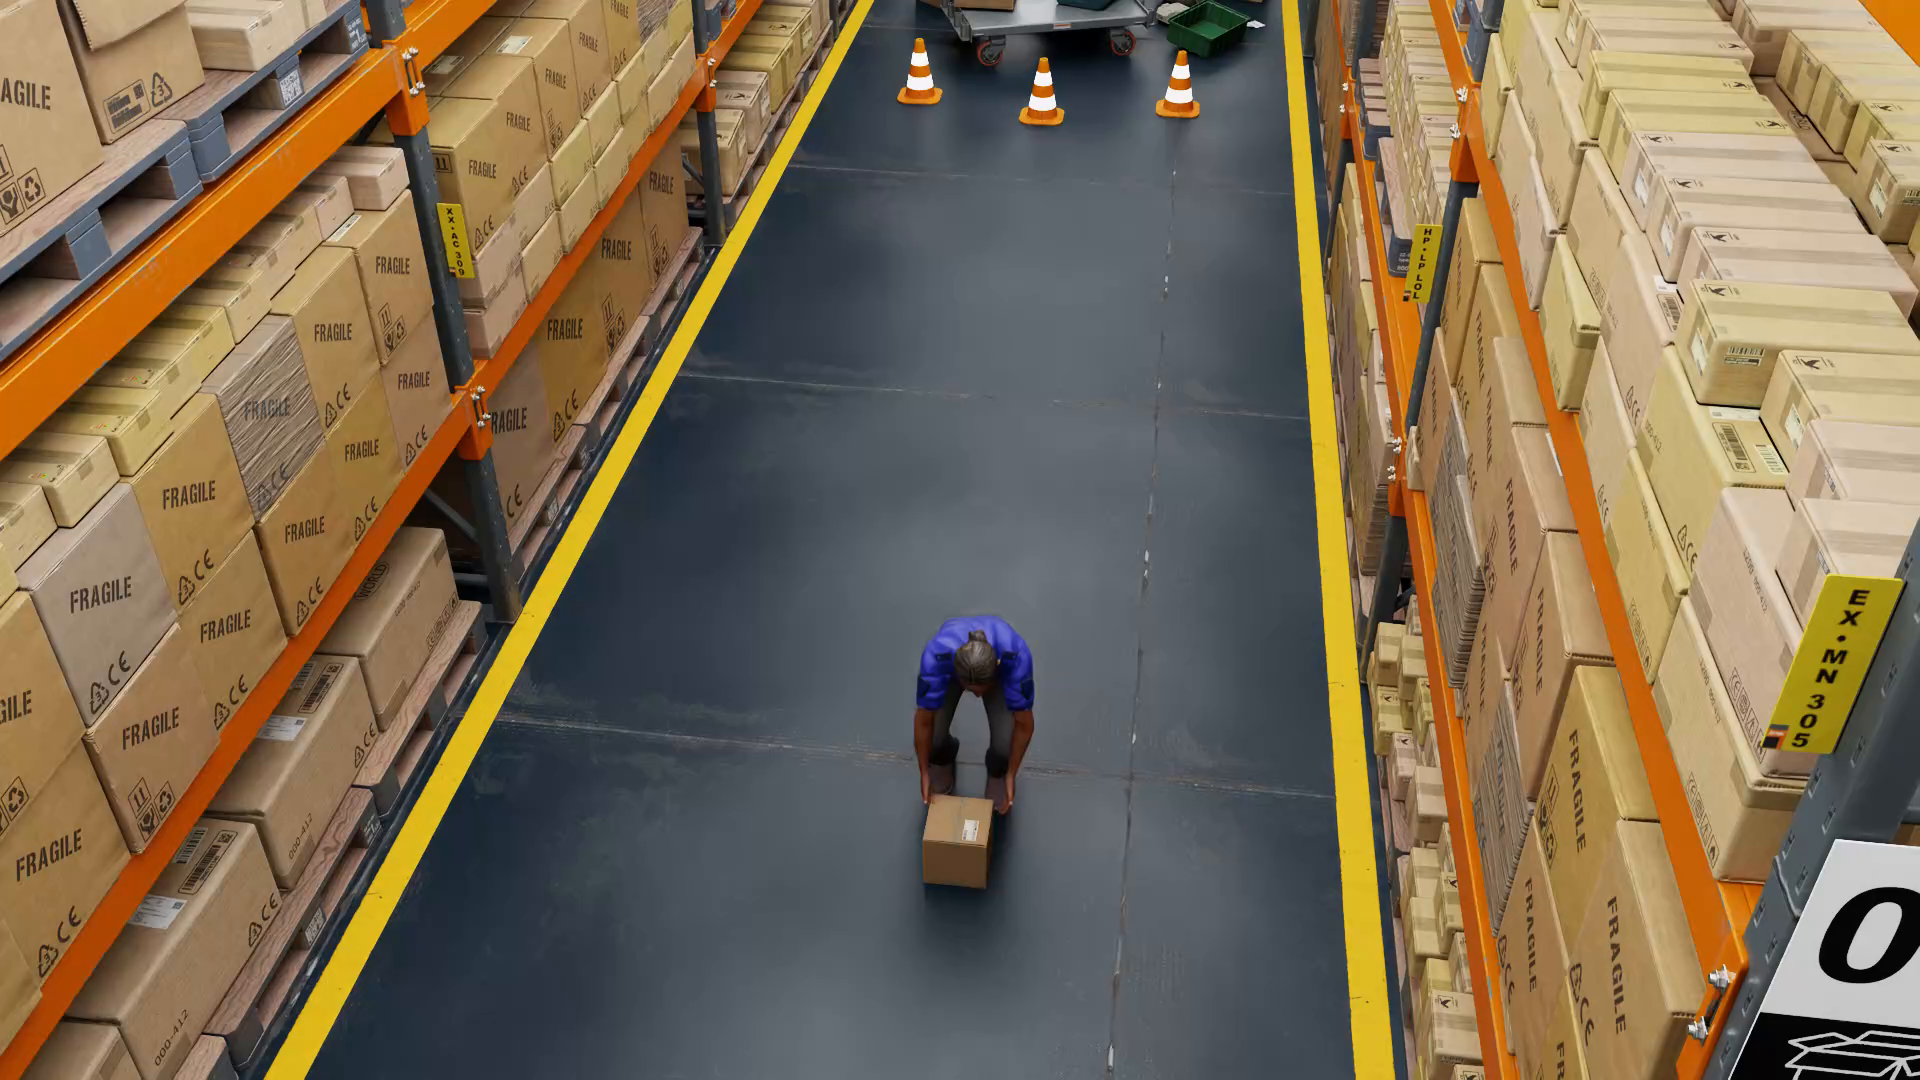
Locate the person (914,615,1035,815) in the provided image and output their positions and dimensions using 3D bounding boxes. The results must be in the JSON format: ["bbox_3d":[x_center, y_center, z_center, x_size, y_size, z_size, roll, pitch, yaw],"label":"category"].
[{"bbox_3d":[0.067,0.644,6.684,0.495,1.052,0.763,4,37,6],"label":"person"}]
